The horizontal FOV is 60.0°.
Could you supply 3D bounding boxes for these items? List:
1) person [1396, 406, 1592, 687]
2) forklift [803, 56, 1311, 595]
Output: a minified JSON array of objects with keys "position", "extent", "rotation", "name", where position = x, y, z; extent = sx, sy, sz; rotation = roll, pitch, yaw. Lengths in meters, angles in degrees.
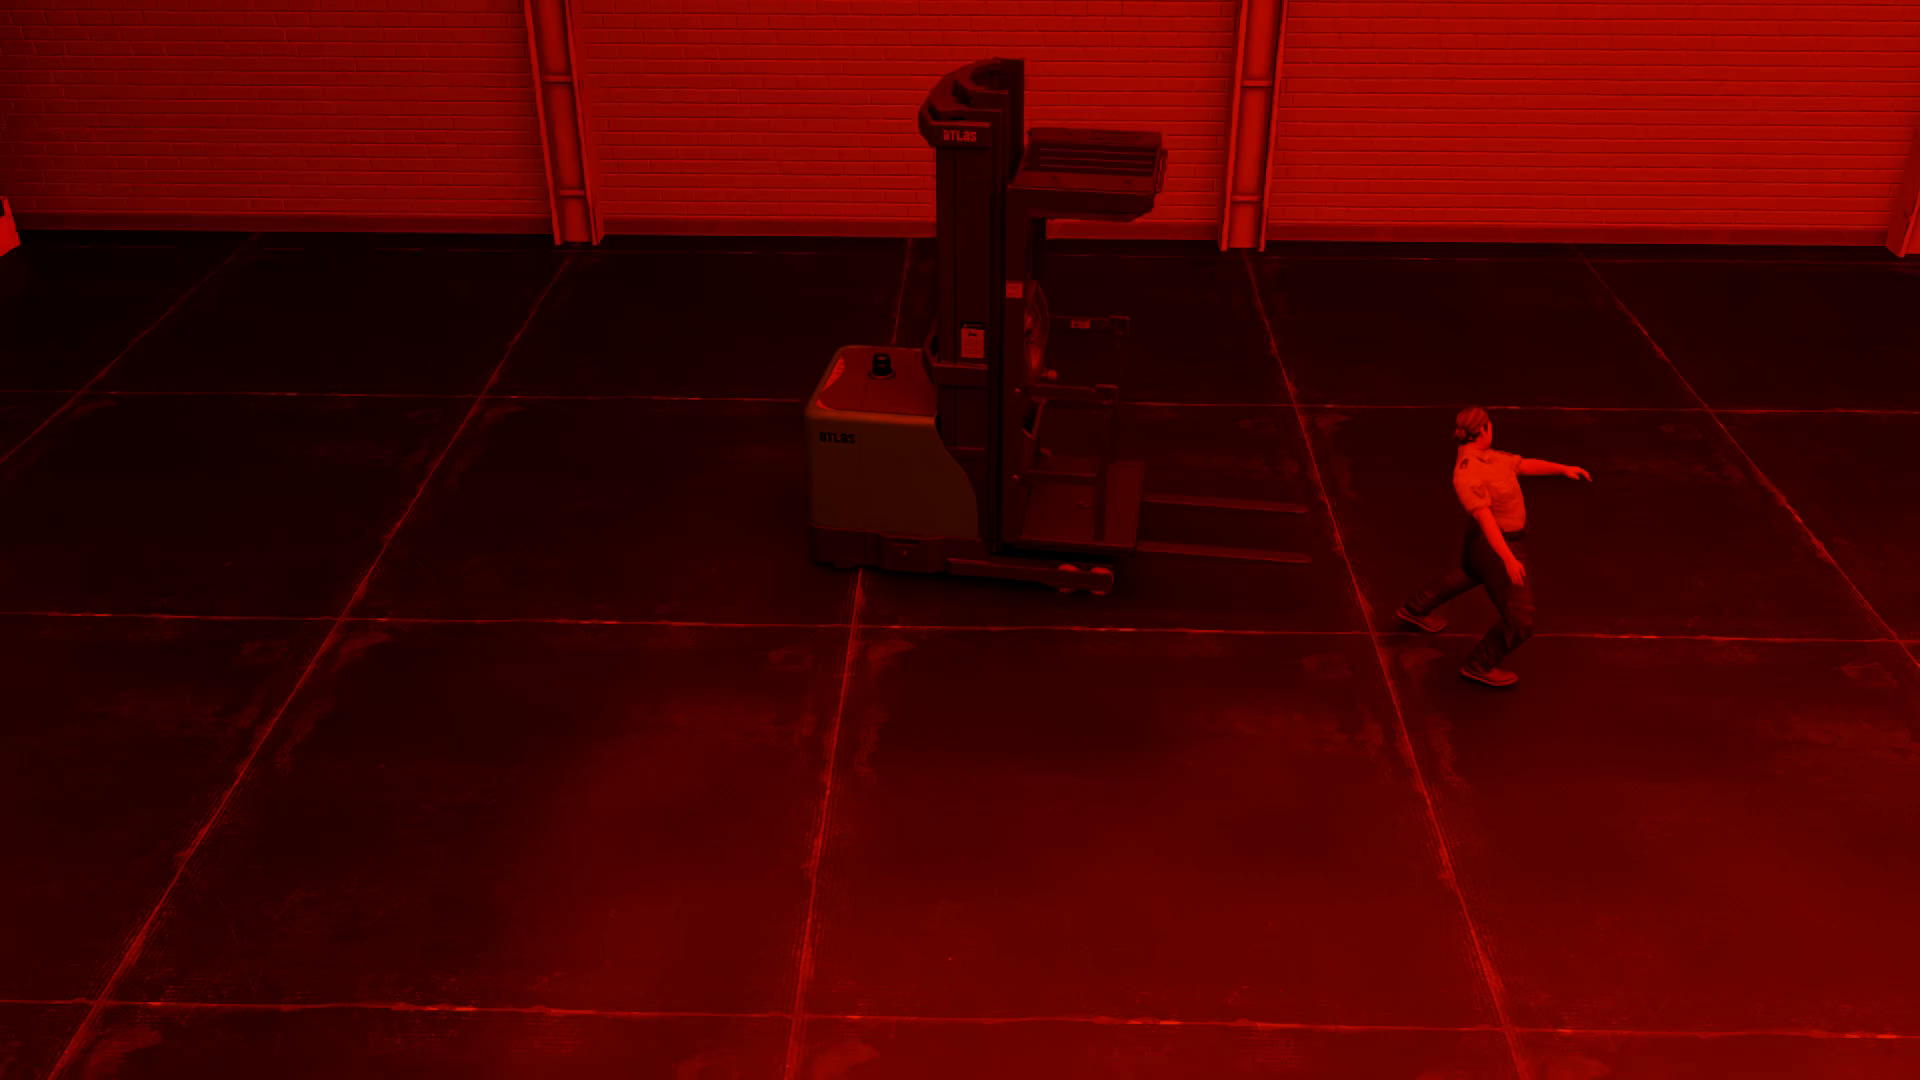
[{"position":[2.884,0.070,8.917],"extent":[0.799,1.456,0.858],"rotation":[3,31,6],"name":"person"},{"position":[0.631,-1.223,9.689],"extent":[3.031,2.935,1.130],"rotation":[4,31,8],"name":"forklift"}]
